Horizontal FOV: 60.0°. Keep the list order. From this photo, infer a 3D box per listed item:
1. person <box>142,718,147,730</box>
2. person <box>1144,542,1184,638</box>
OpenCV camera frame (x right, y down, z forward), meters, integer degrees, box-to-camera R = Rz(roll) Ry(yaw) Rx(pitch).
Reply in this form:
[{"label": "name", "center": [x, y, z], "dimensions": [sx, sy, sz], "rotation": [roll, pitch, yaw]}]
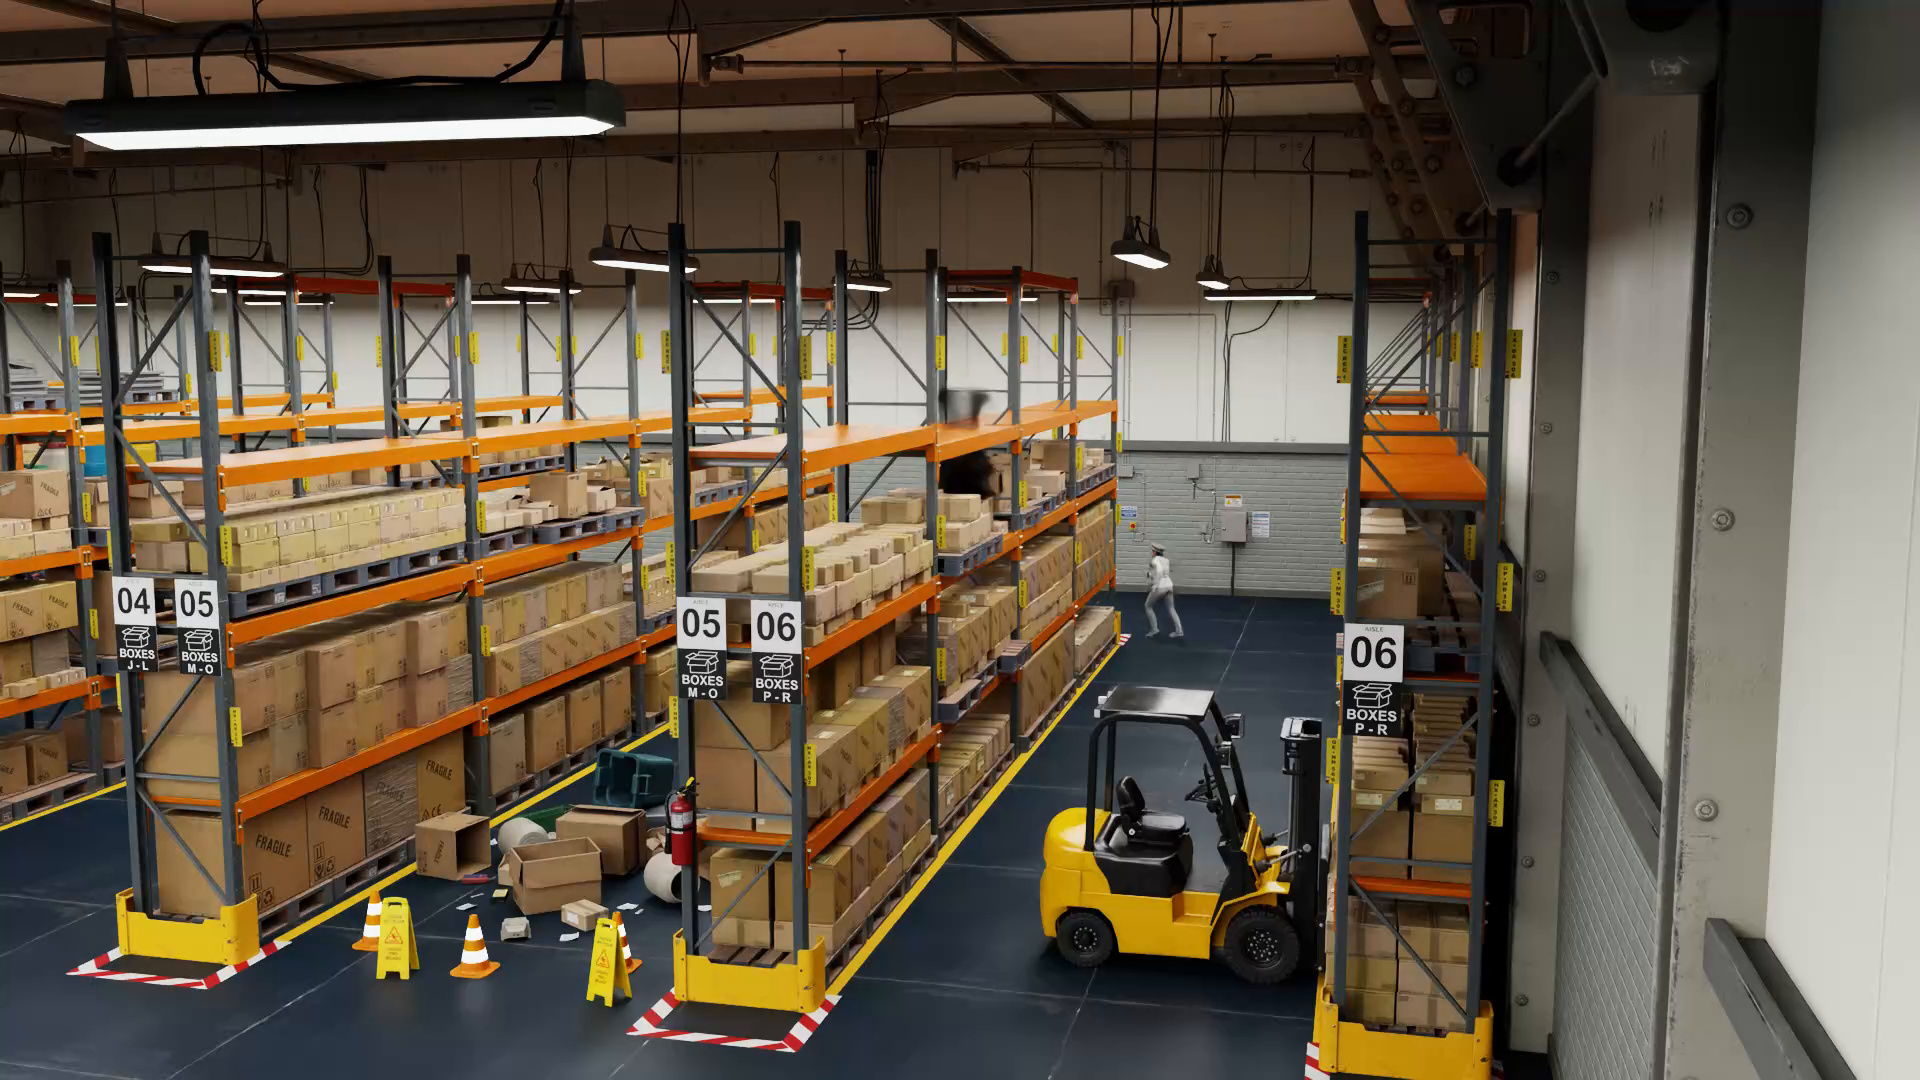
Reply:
[{"label": "person", "center": [-7.829, 2.304, 16.702], "dimensions": [0.667, 1.709, 0.984], "rotation": [0, 7, 1]}, {"label": "person", "center": [3.478, 0.879, 28.495], "dimensions": [0.577, 1.666, 0.879], "rotation": [-6, 9, -38]}]
